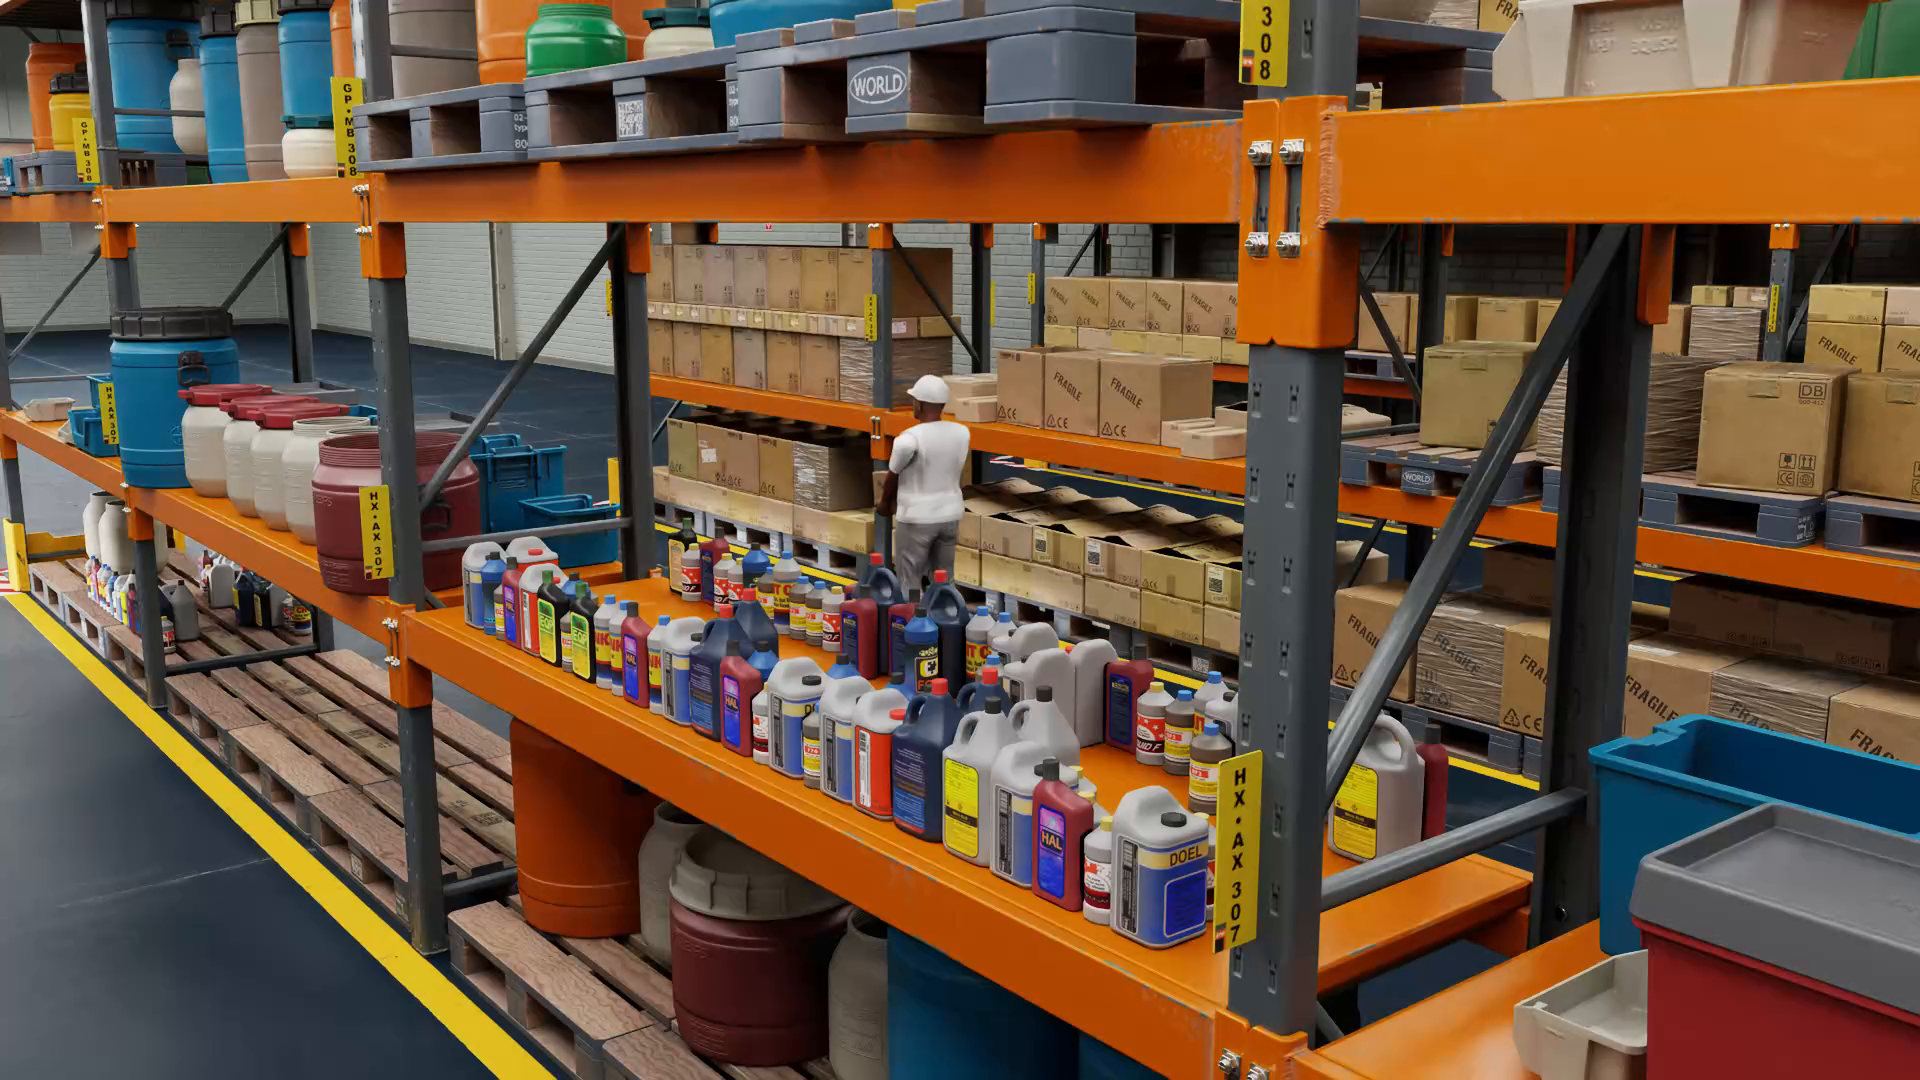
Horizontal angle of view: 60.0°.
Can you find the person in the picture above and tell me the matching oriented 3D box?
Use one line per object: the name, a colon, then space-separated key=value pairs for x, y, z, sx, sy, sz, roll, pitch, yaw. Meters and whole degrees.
person: x=-0.254 y=-0.125 z=10.032 sx=0.504 sy=1.760 sz=0.575 roll=-8 pitch=14 yaw=-37
